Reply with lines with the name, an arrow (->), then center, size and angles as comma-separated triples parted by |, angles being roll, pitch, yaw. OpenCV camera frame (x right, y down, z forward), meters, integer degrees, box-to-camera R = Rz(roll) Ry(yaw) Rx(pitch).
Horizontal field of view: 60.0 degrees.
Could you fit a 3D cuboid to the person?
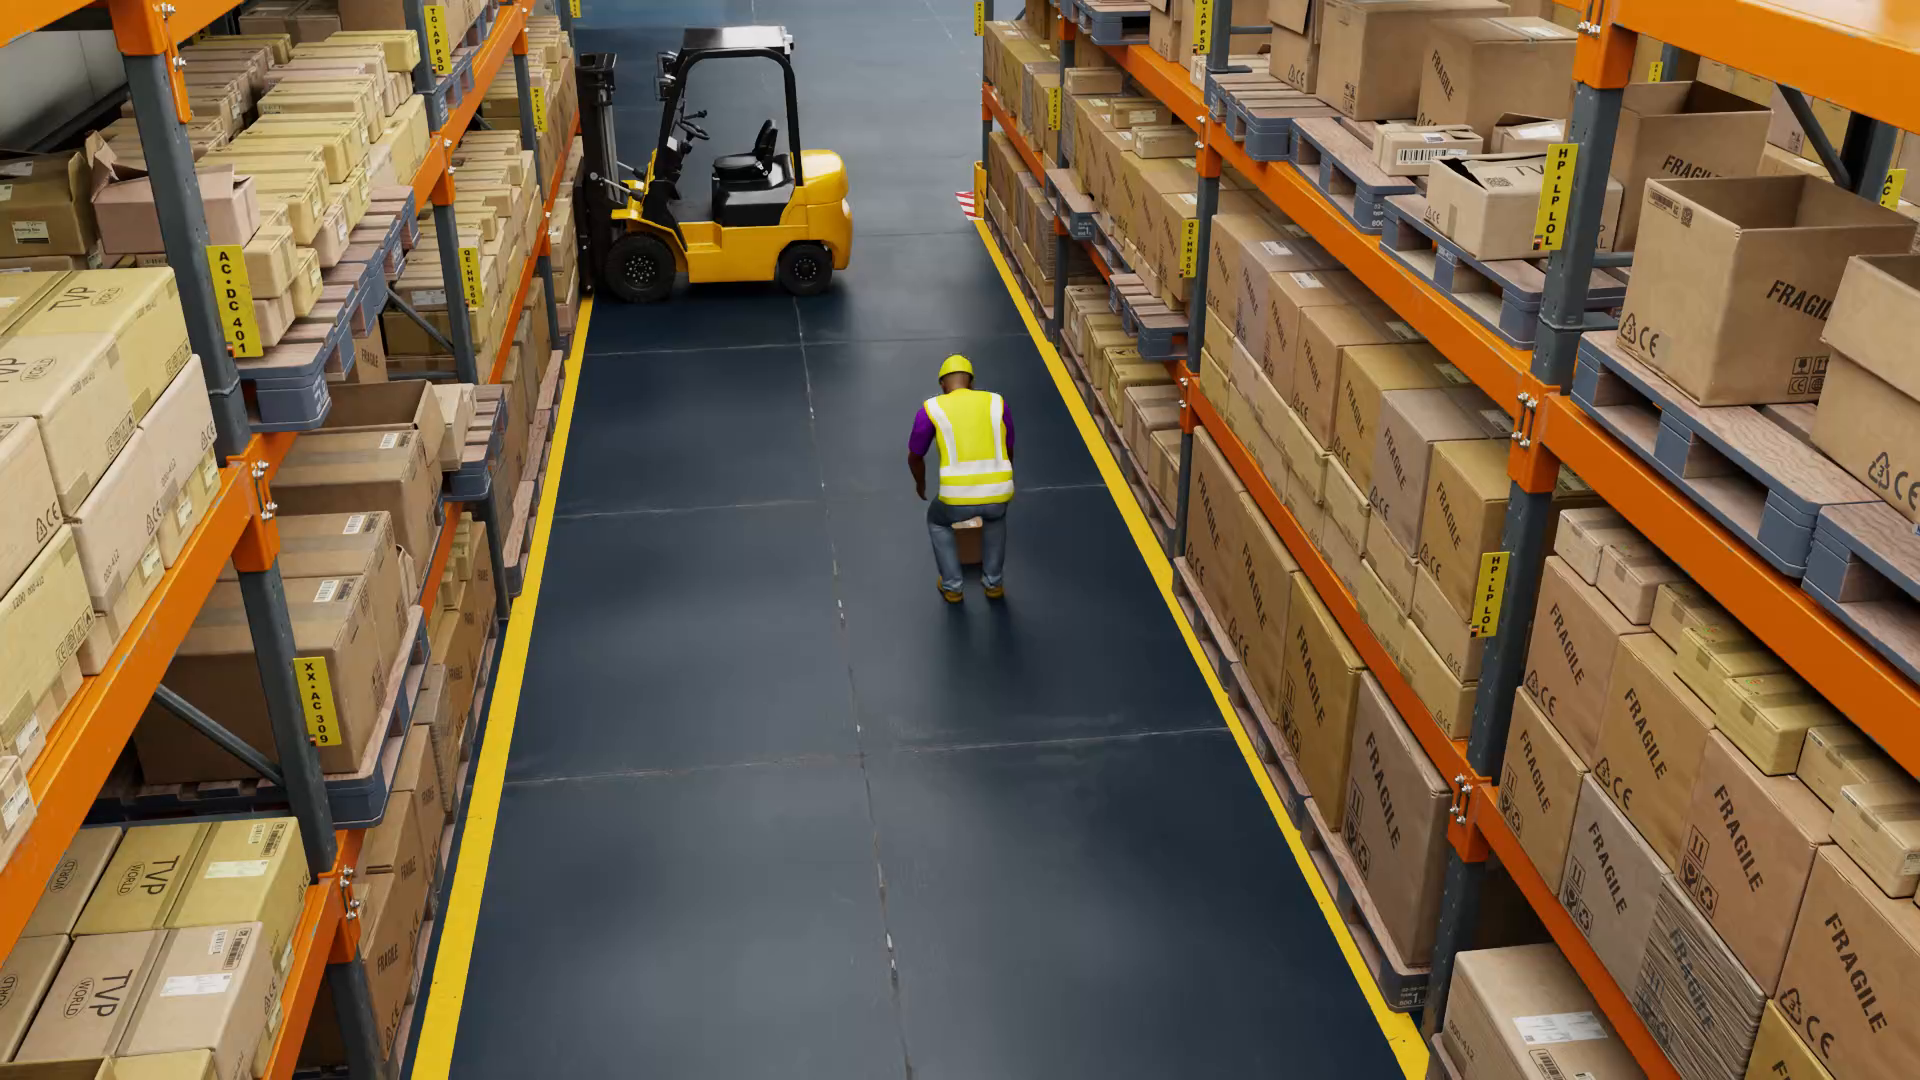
person -> 0.021, -0.334, 9.681 | 0.631, 1.373, 0.779 | -4, 27, -7
